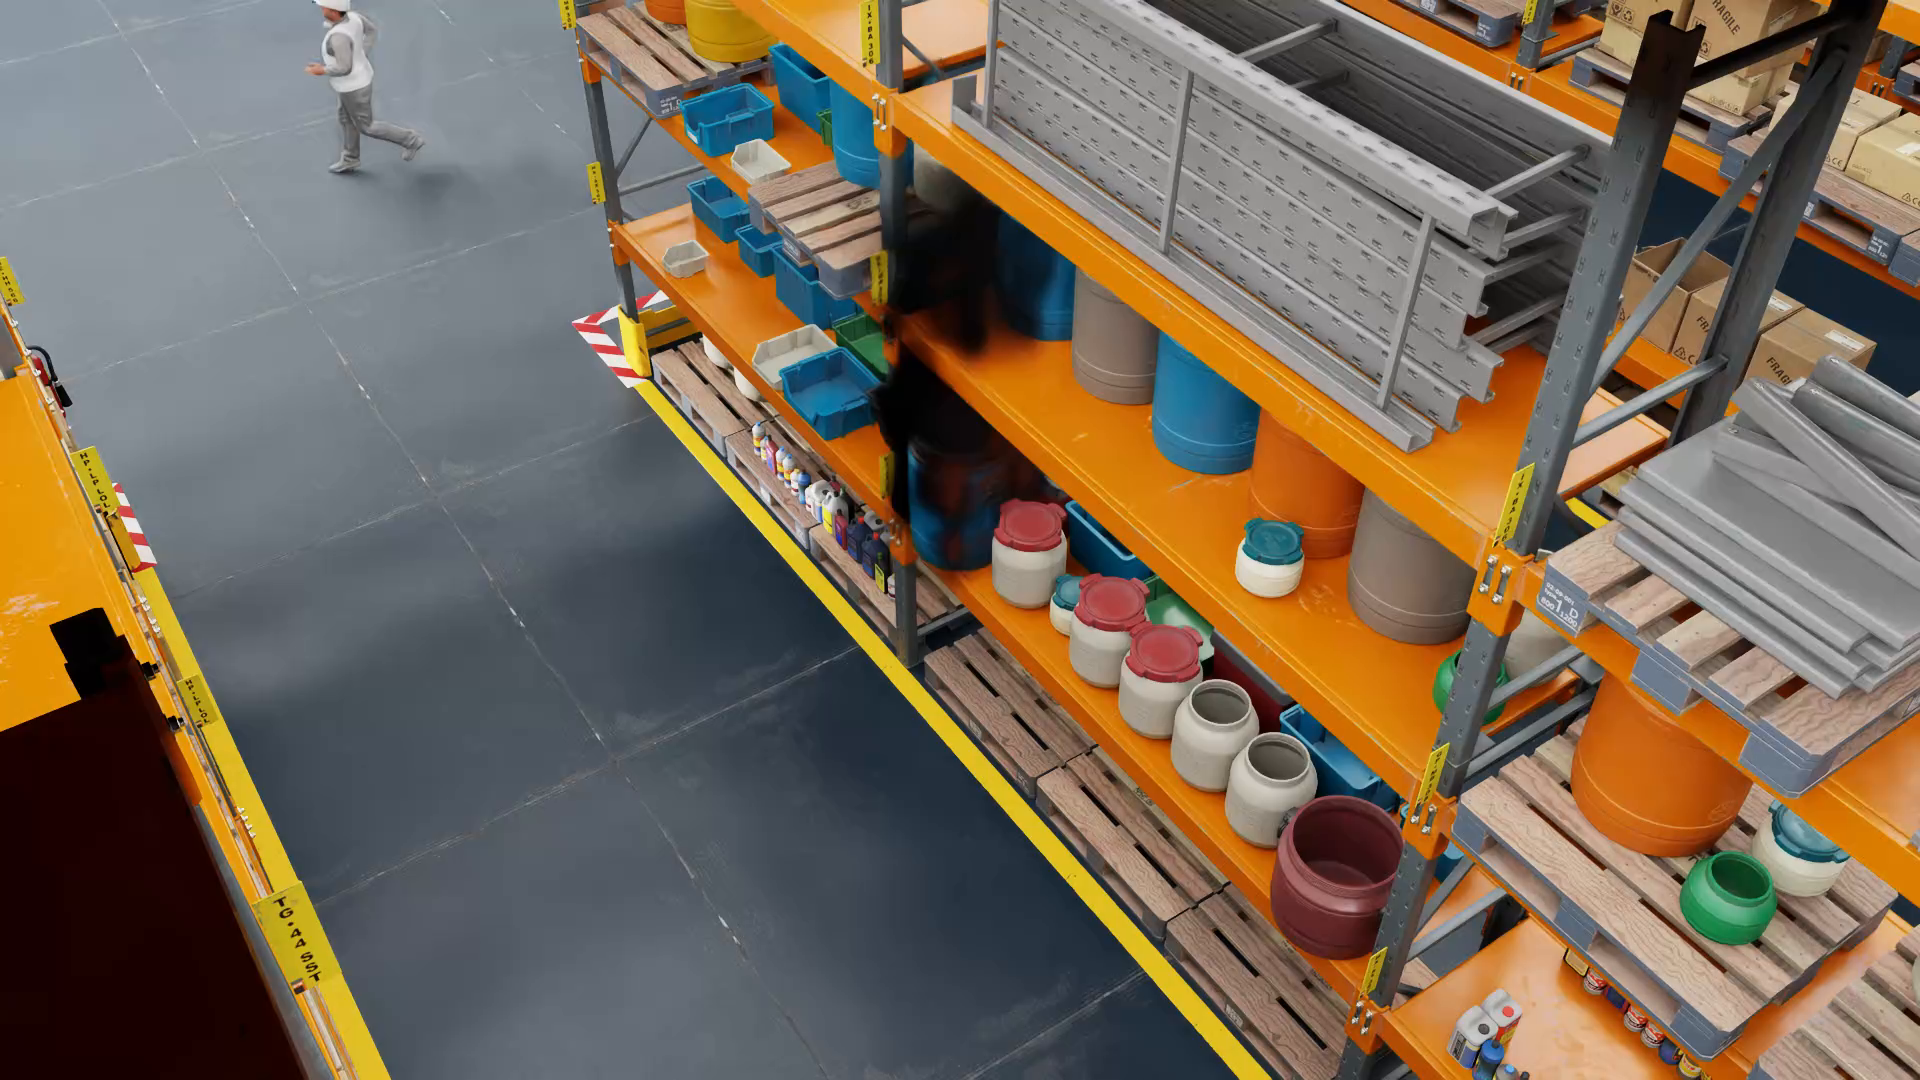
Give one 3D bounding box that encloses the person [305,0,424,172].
[{"bbox_3d":[-5.408,-4.102,14.917,0.940,1.779,0.663,-4,43,-5],"label":"person"}]
